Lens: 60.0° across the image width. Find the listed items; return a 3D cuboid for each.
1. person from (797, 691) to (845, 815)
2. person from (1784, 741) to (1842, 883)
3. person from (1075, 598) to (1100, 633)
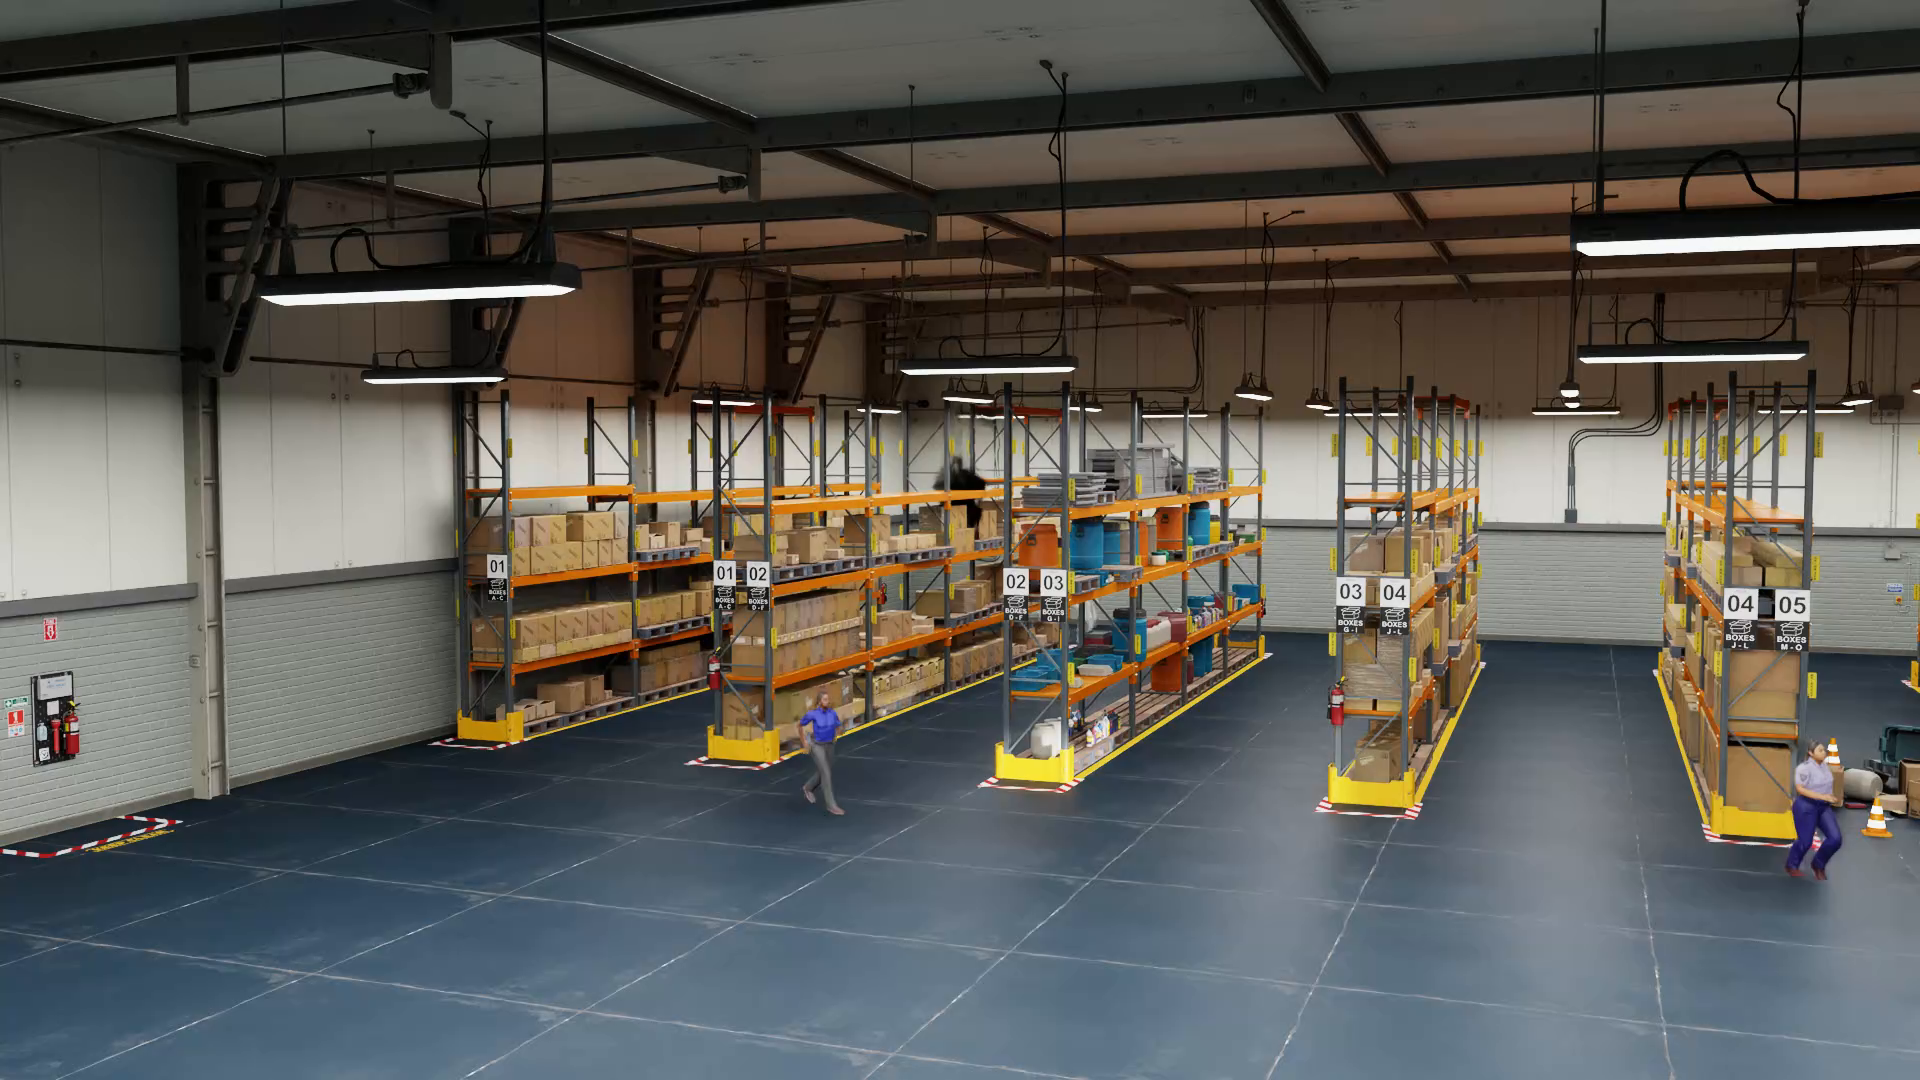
[{"bbox_3d":[-1.901,2.890,22.852,0.574,1.646,0.939,-3,4,-43],"label":"person"},{"bbox_3d":[9.864,3.109,19.158,0.621,1.607,0.677,-1,3,-21],"label":"person"},{"bbox_3d":[3.227,1.812,42.215,0.754,1.754,0.797,-2,4,-38],"label":"person"}]
